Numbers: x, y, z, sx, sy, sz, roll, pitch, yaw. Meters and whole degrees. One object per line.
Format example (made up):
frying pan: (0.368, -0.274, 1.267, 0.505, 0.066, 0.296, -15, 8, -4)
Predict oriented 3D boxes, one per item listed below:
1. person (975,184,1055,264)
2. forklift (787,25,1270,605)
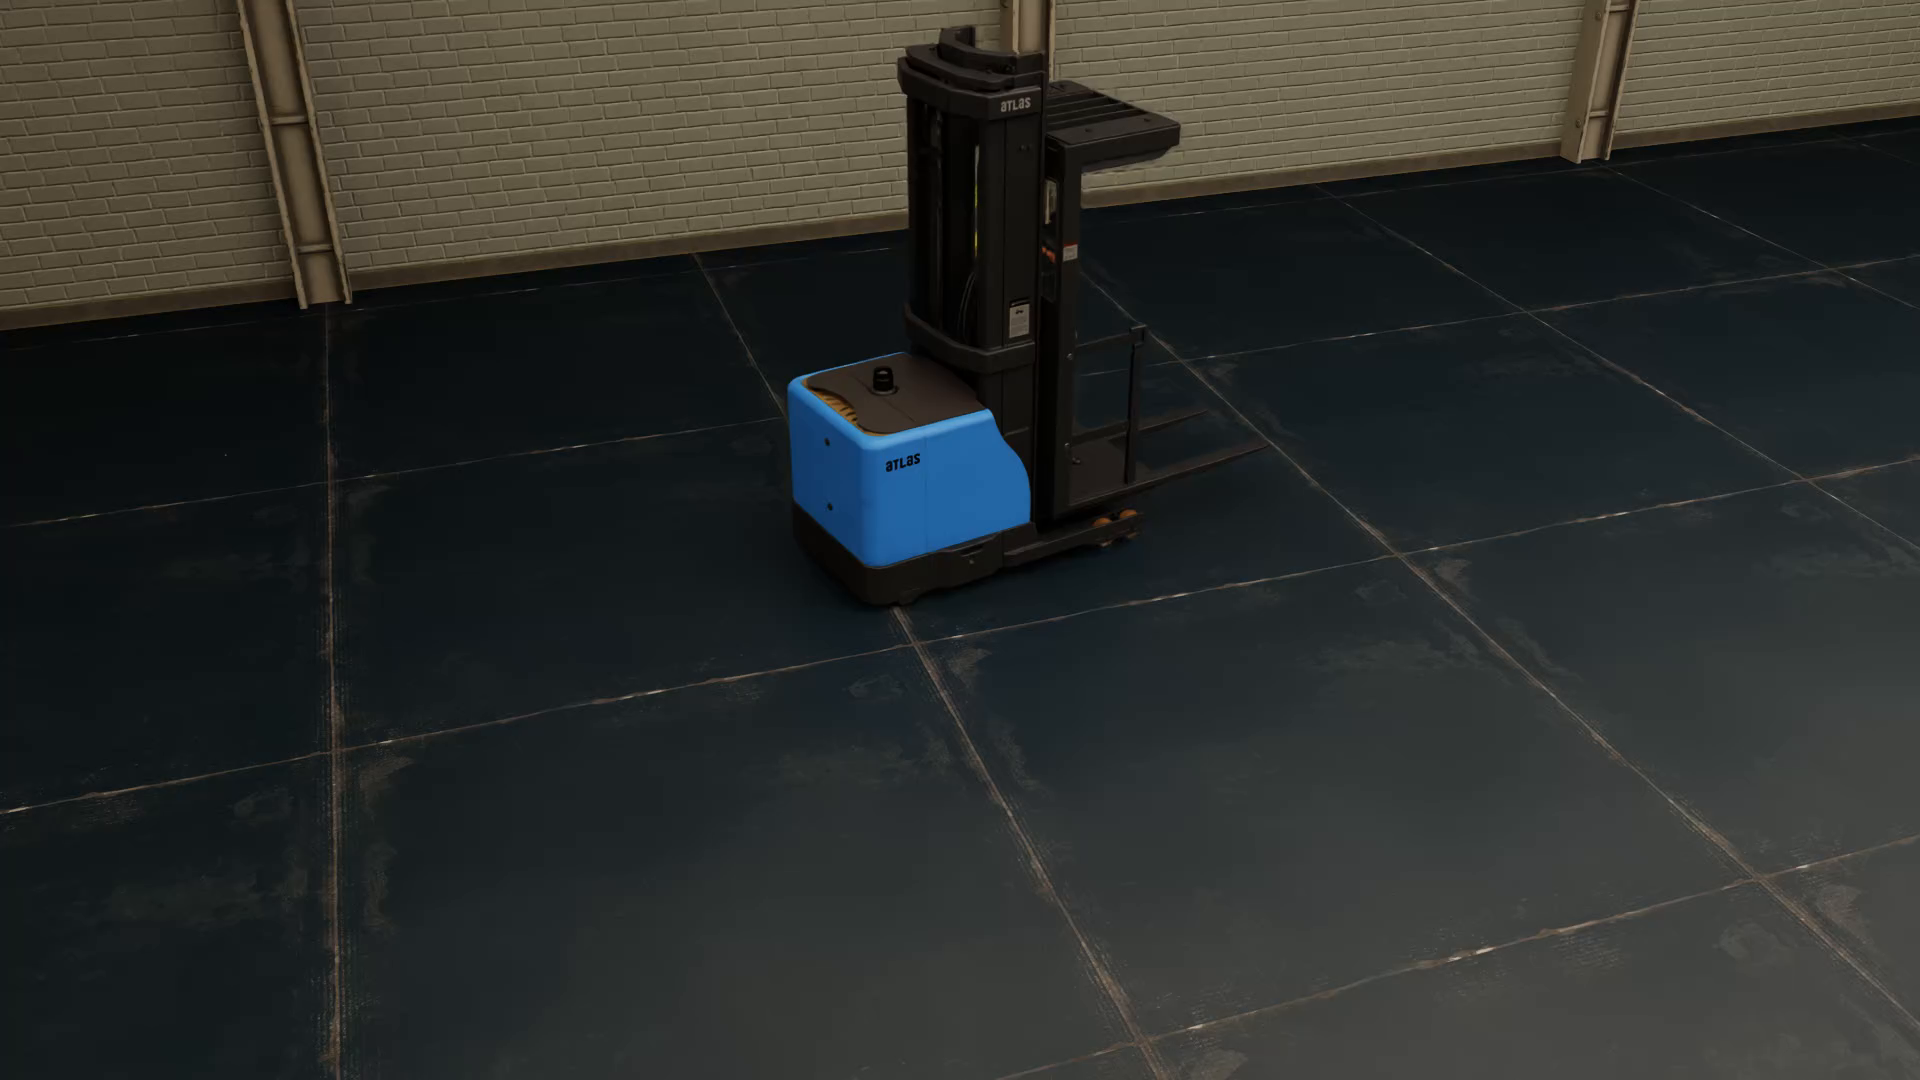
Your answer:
person: (0.211, -1.732, 11.556, 1.143, 1.496, 0.893, 2, 30, 3)
forklift: (0.523, -1.442, 9.593, 3.031, 2.935, 1.130, -17, 34, -27)
